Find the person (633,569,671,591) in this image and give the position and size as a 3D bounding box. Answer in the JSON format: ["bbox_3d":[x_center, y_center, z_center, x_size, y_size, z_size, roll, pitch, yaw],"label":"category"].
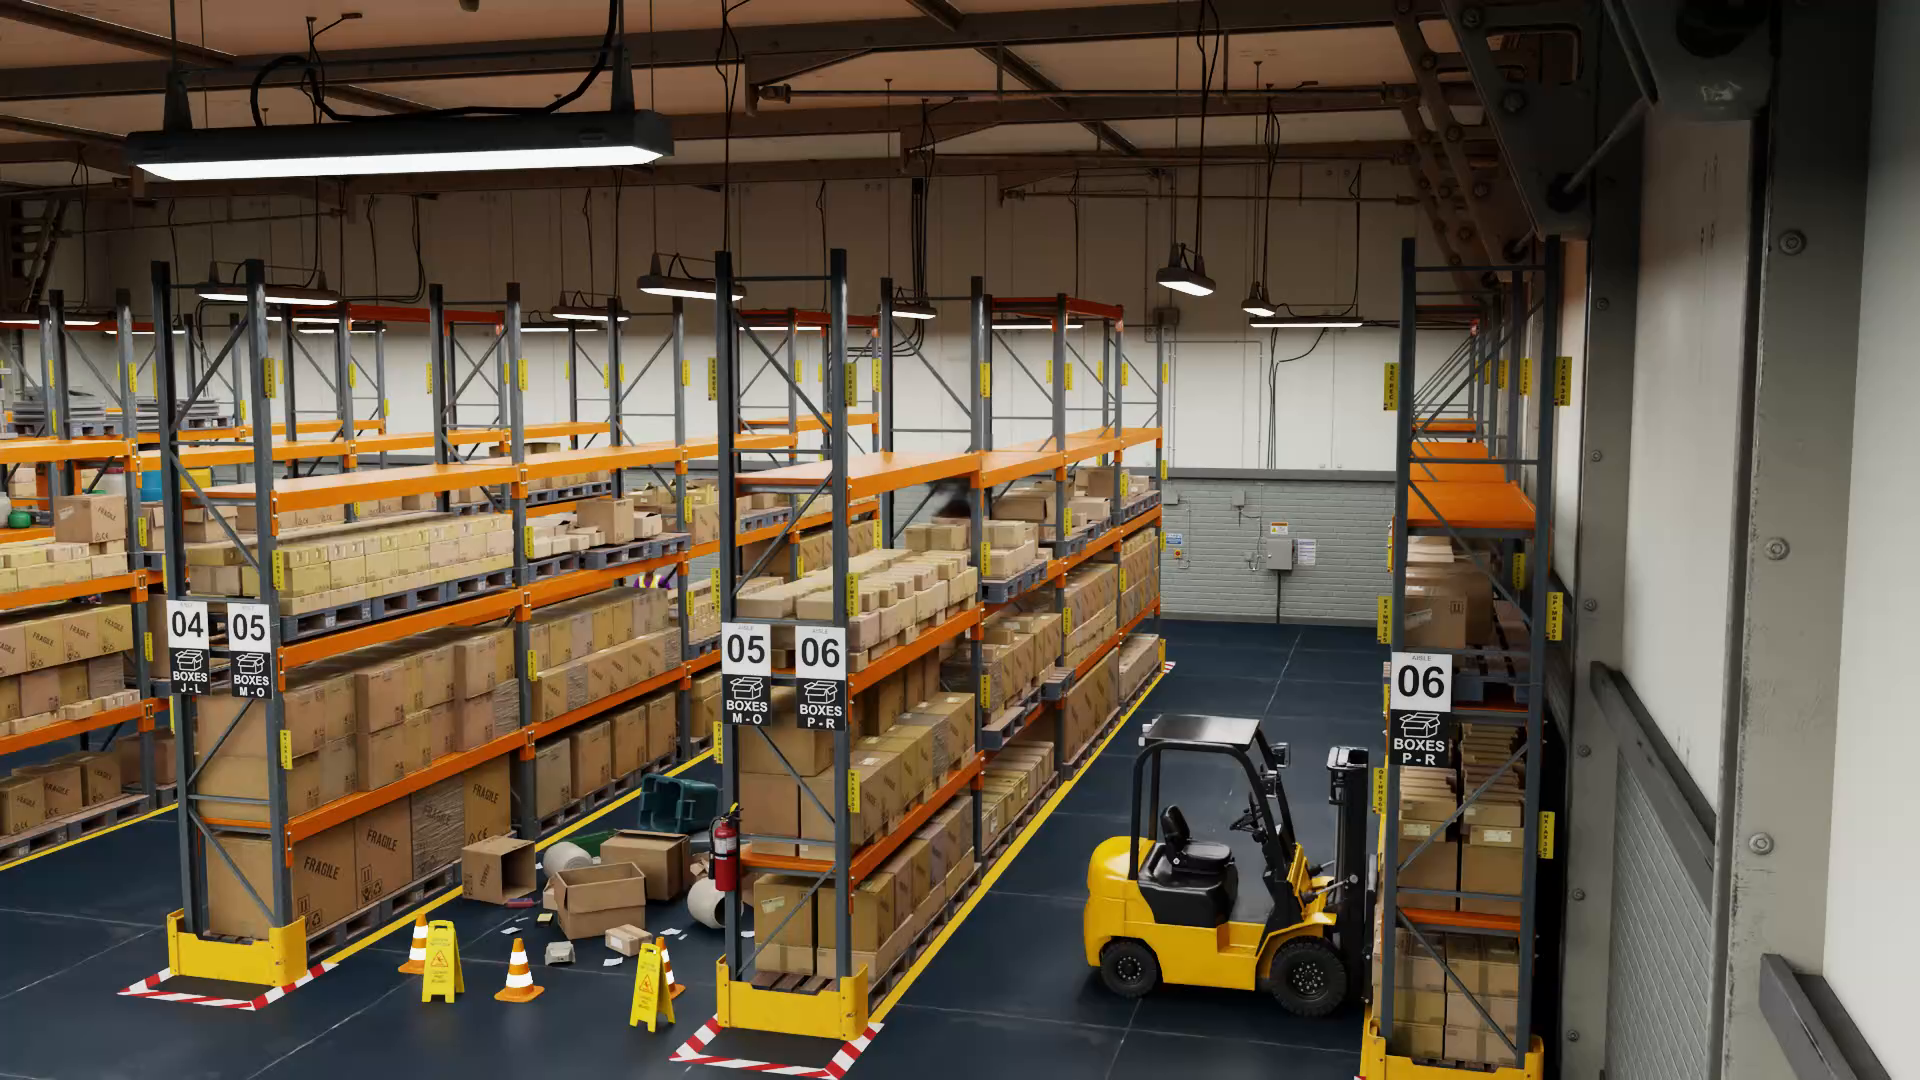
[{"bbox_3d":[-5.452,1.217,29.230,0.706,1.729,0.584,1,6,9],"label":"person"}]
